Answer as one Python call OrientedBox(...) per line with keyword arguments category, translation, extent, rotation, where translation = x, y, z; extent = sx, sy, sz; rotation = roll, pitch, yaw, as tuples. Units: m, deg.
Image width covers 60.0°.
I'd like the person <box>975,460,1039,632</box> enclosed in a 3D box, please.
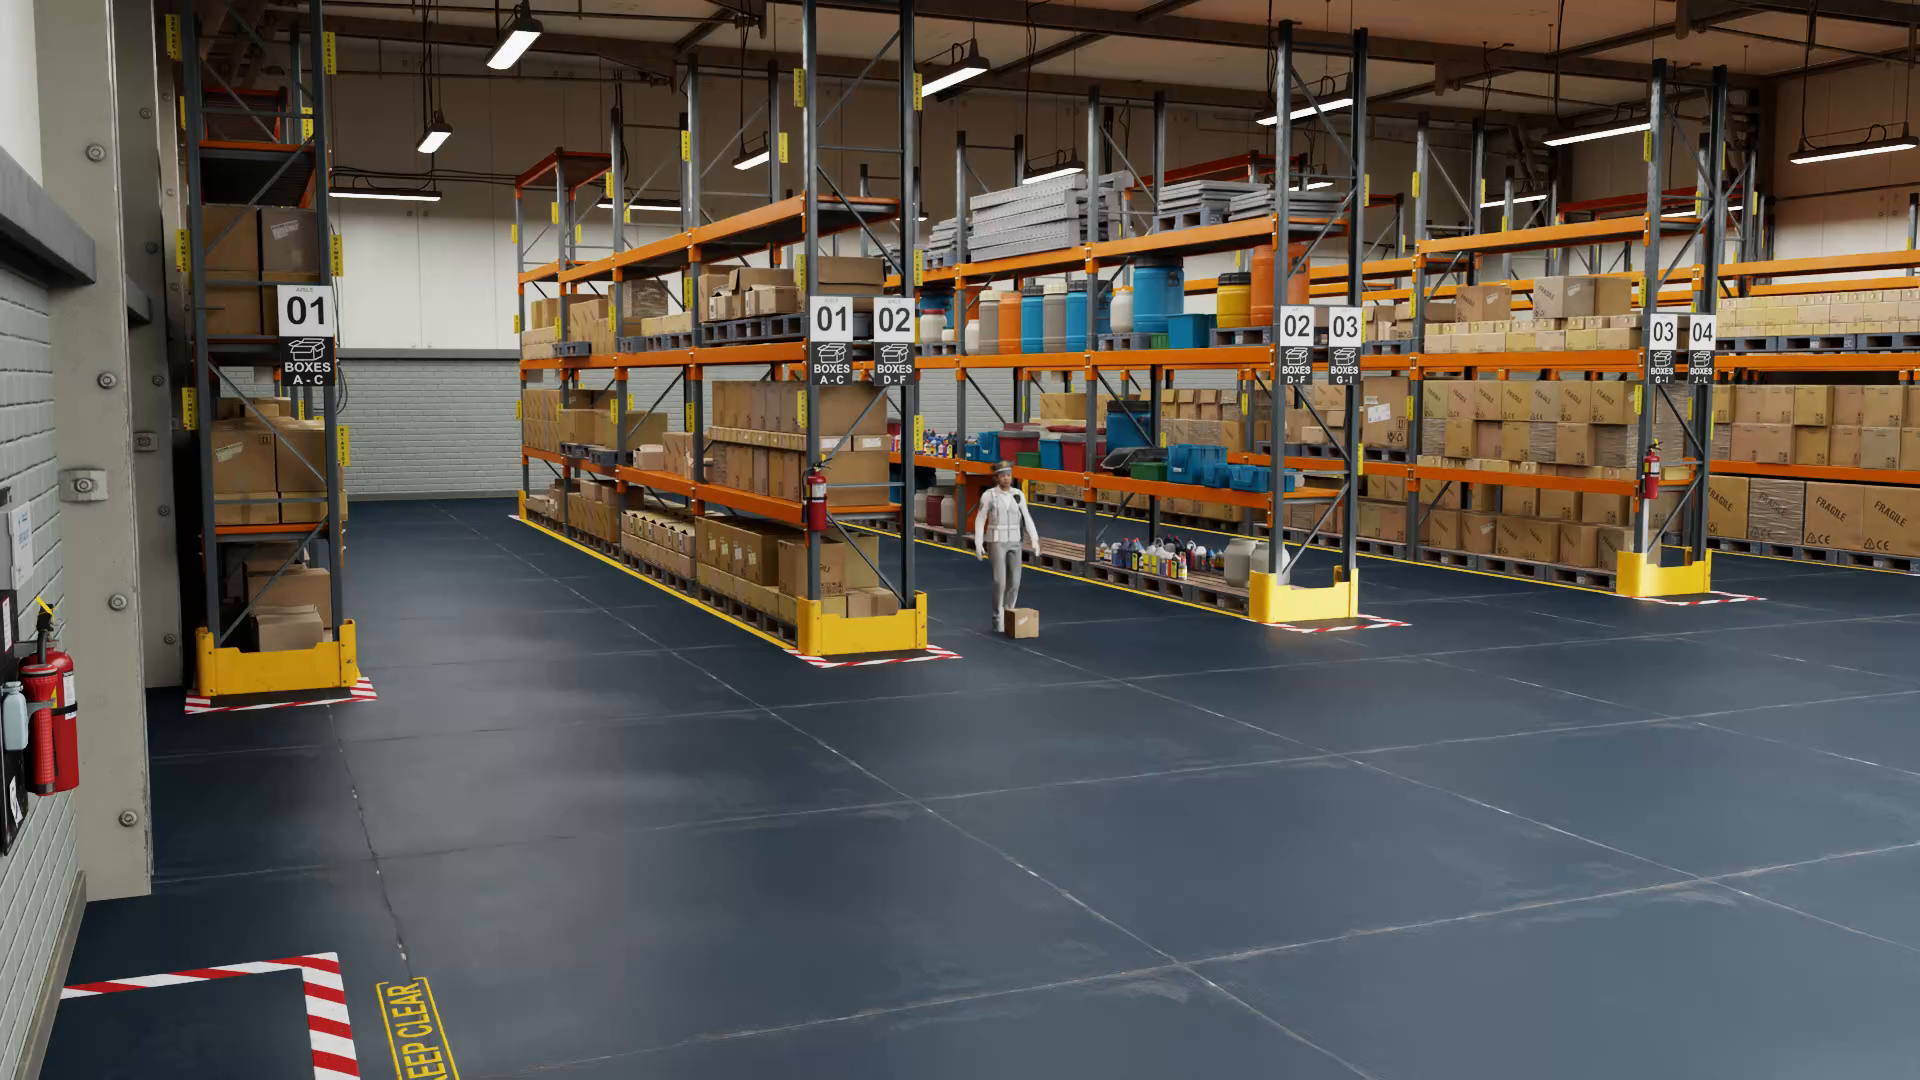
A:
OrientedBox(category="person", translation=(0.455, 0.088, 16.387), extent=(0.611, 1.754, 0.389), rotation=(-2, 6, -23))
